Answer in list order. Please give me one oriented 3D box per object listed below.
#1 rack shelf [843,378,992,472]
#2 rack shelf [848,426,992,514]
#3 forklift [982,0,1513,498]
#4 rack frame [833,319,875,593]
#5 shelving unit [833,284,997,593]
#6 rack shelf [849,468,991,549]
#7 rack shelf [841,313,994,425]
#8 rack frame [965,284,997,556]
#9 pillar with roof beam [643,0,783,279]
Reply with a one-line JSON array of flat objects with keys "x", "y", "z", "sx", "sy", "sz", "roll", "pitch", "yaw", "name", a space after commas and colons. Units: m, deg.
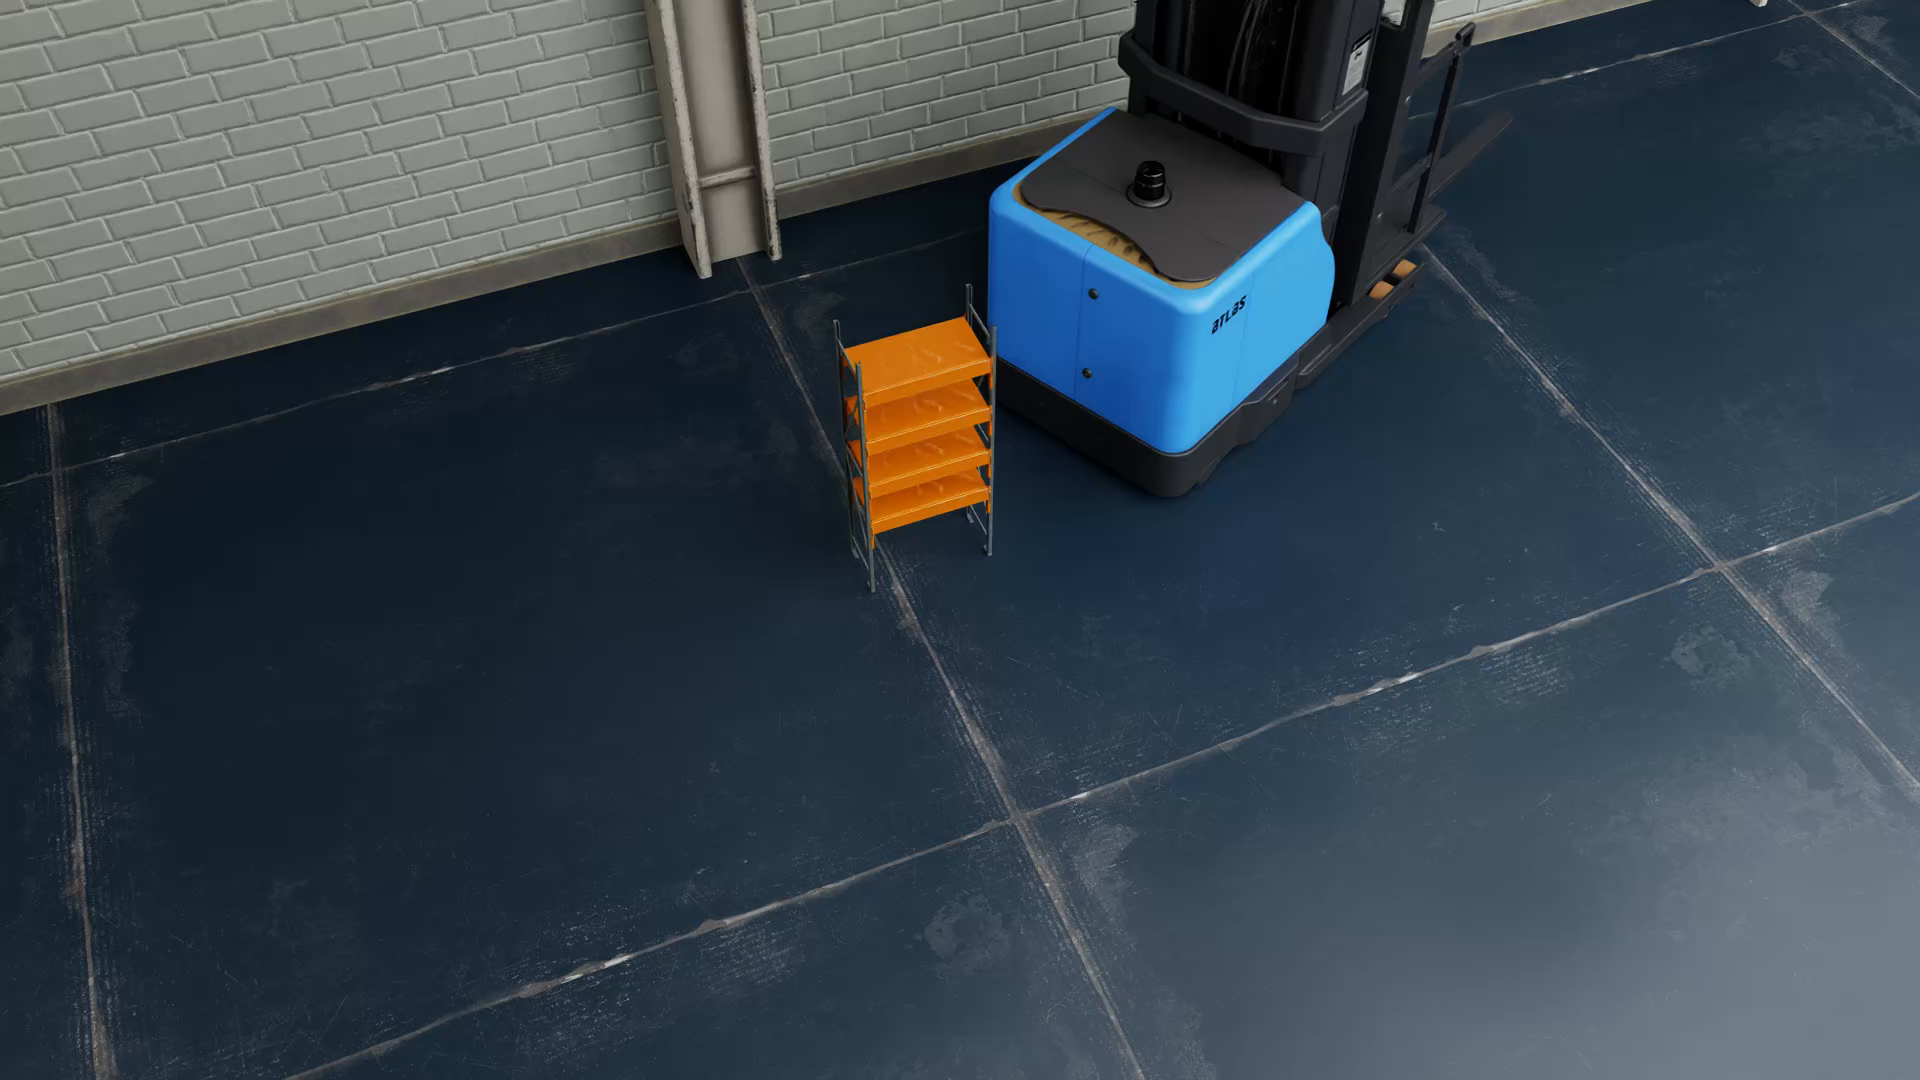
[{"x": -0.153, "y": -0.445, "z": 5.976, "sx": 0.480, "sy": 0.148, "sz": 0.258, "roll": -17, "pitch": 52, "yaw": -14, "name": "rack shelf"}, {"x": -0.153, "y": -0.300, "z": 6.146, "sx": 0.480, "sy": 0.148, "sz": 0.258, "roll": -17, "pitch": 52, "yaw": -14, "name": "rack shelf"}, {"x": 1.441, "y": -2.171, "z": 6.524, "sx": 1.130, "sy": 2.935, "sz": 3.031, "roll": 33, "pitch": 57, "yaw": 25, "name": "forklift"}, {"x": -0.379, "y": -0.273, "z": 6.035, "sx": 0.015, "sy": 1.200, "sz": 0.240, "roll": -17, "pitch": 52, "yaw": -14, "name": "rack frame"}, {"x": -0.153, "y": -0.343, "z": 6.095, "sx": 0.503, "sy": 1.200, "sz": 0.258, "roll": -17, "pitch": 52, "yaw": -14, "name": "shelving unit"}, {"x": -0.153, "y": -0.170, "z": 6.296, "sx": 0.480, "sy": 0.148, "sz": 0.258, "roll": -17, "pitch": 52, "yaw": -14, "name": "rack shelf"}, {"x": -0.153, "y": -0.599, "z": 5.797, "sx": 0.480, "sy": 0.148, "sz": 0.258, "roll": -17, "pitch": 52, "yaw": -14, "name": "rack shelf"}, {"x": 0.073, "y": -0.413, "z": 6.155, "sx": 0.015, "sy": 1.200, "sz": 0.240, "roll": -17, "pitch": 52, "yaw": -14, "name": "rack frame"}, {"x": 0.564, "y": -1.268, "z": 1.748, "sx": 0.400, "sy": 9.000, "sz": 9.100, "roll": -17, "pitch": 52, "yaw": -14, "name": "pillar with roof beam"}]
